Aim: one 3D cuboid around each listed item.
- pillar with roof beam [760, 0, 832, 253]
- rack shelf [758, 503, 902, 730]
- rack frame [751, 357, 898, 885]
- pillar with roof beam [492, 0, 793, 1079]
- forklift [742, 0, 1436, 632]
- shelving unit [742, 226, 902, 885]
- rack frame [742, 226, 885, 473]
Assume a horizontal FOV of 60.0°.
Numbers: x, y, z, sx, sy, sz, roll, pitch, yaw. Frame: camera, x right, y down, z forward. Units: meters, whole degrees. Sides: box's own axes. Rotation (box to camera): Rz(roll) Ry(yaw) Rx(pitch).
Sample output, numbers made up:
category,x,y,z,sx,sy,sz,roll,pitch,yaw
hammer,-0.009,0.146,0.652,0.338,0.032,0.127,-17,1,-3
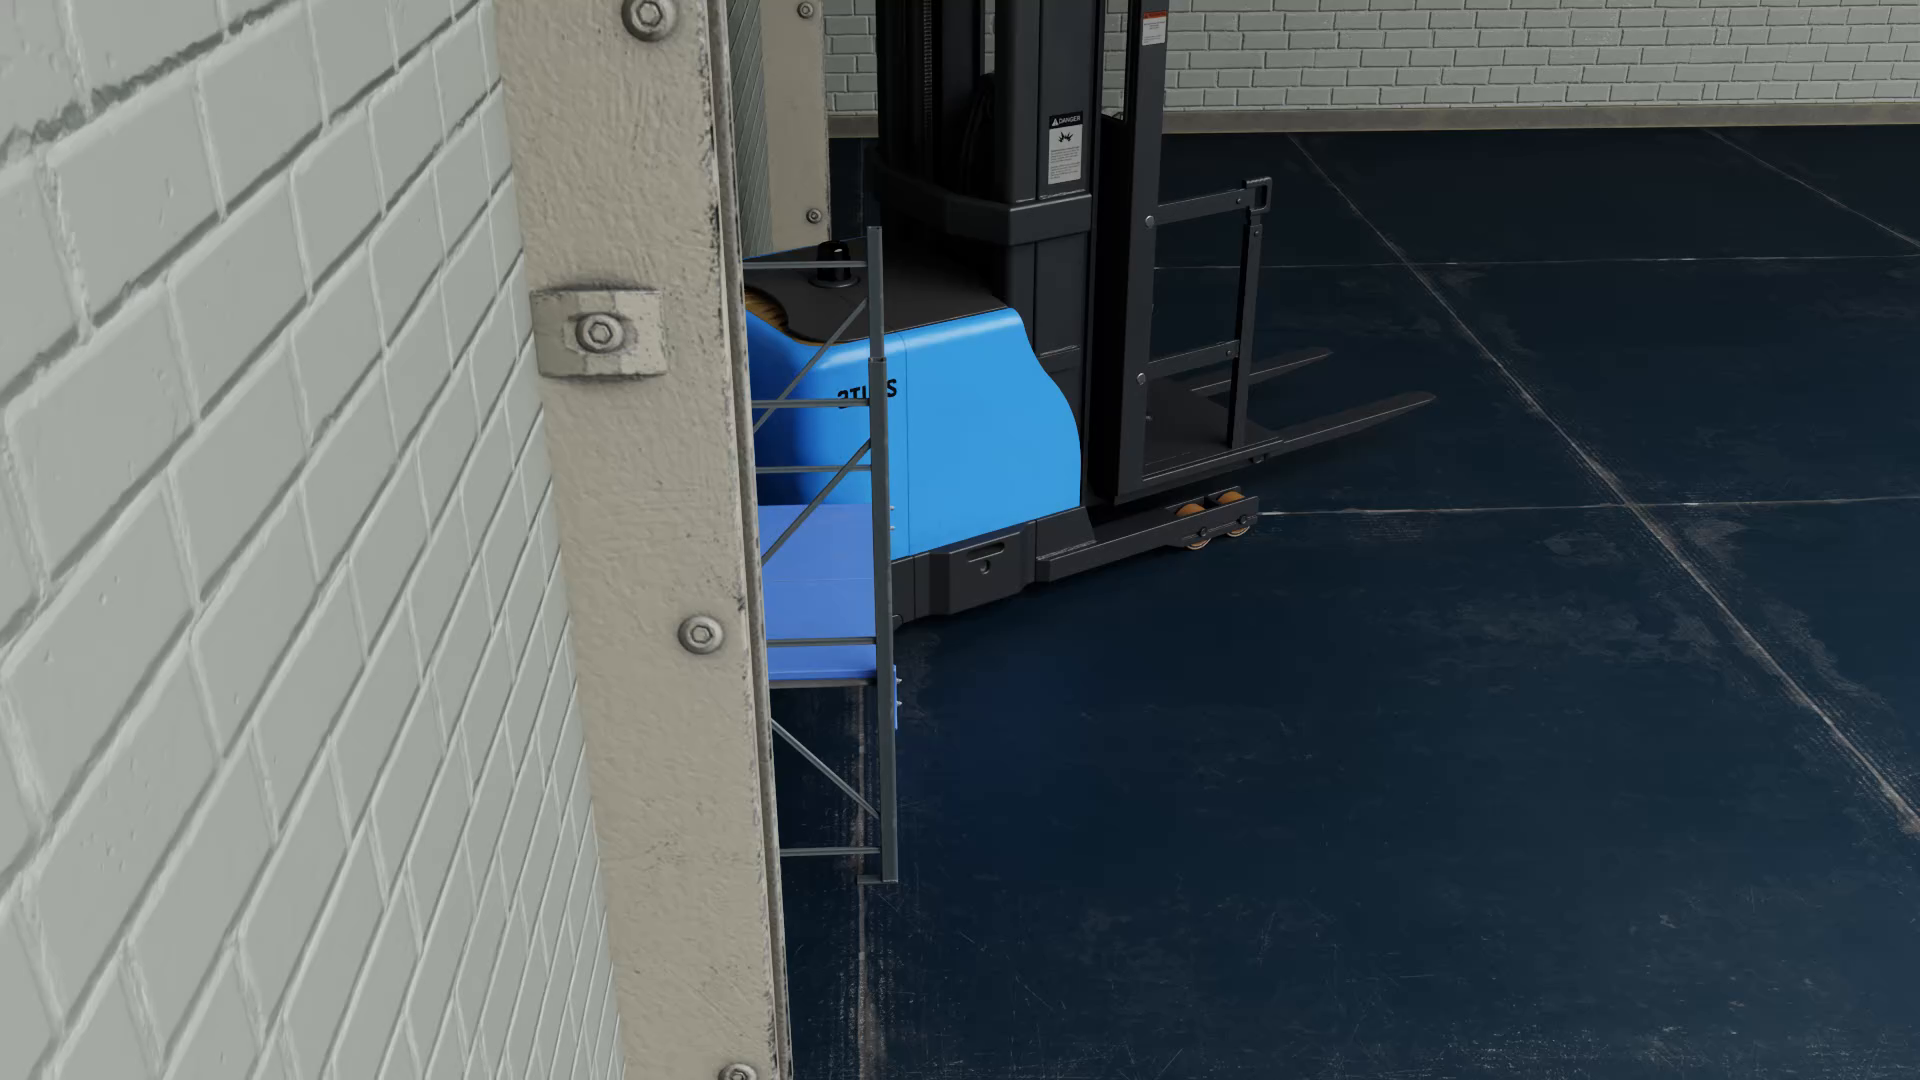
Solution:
category,x,y,z,sx,sy,sz,roll,pitch,yaw
pillar with roof beam,3.452,-5.535,7.131,9.100,9.000,0.400,-1,28,-3
rack shelf,-0.444,0.183,4.665,0.538,0.185,1.000,-1,28,-3
rack frame,-0.417,0.259,4.132,0.500,1.500,0.032,-1,28,-3
pillar with roof beam,3.765,-2.764,1.818,9.100,9.000,0.400,-1,28,-3
forklift,0.526,-1.454,5.868,3.031,2.935,1.130,-16,32,-28
shelving unit,-0.444,0.024,4.582,0.538,1.500,1.048,-1,28,-3
rack frame,-0.471,-0.211,5.032,0.500,1.500,0.032,-1,28,-3
